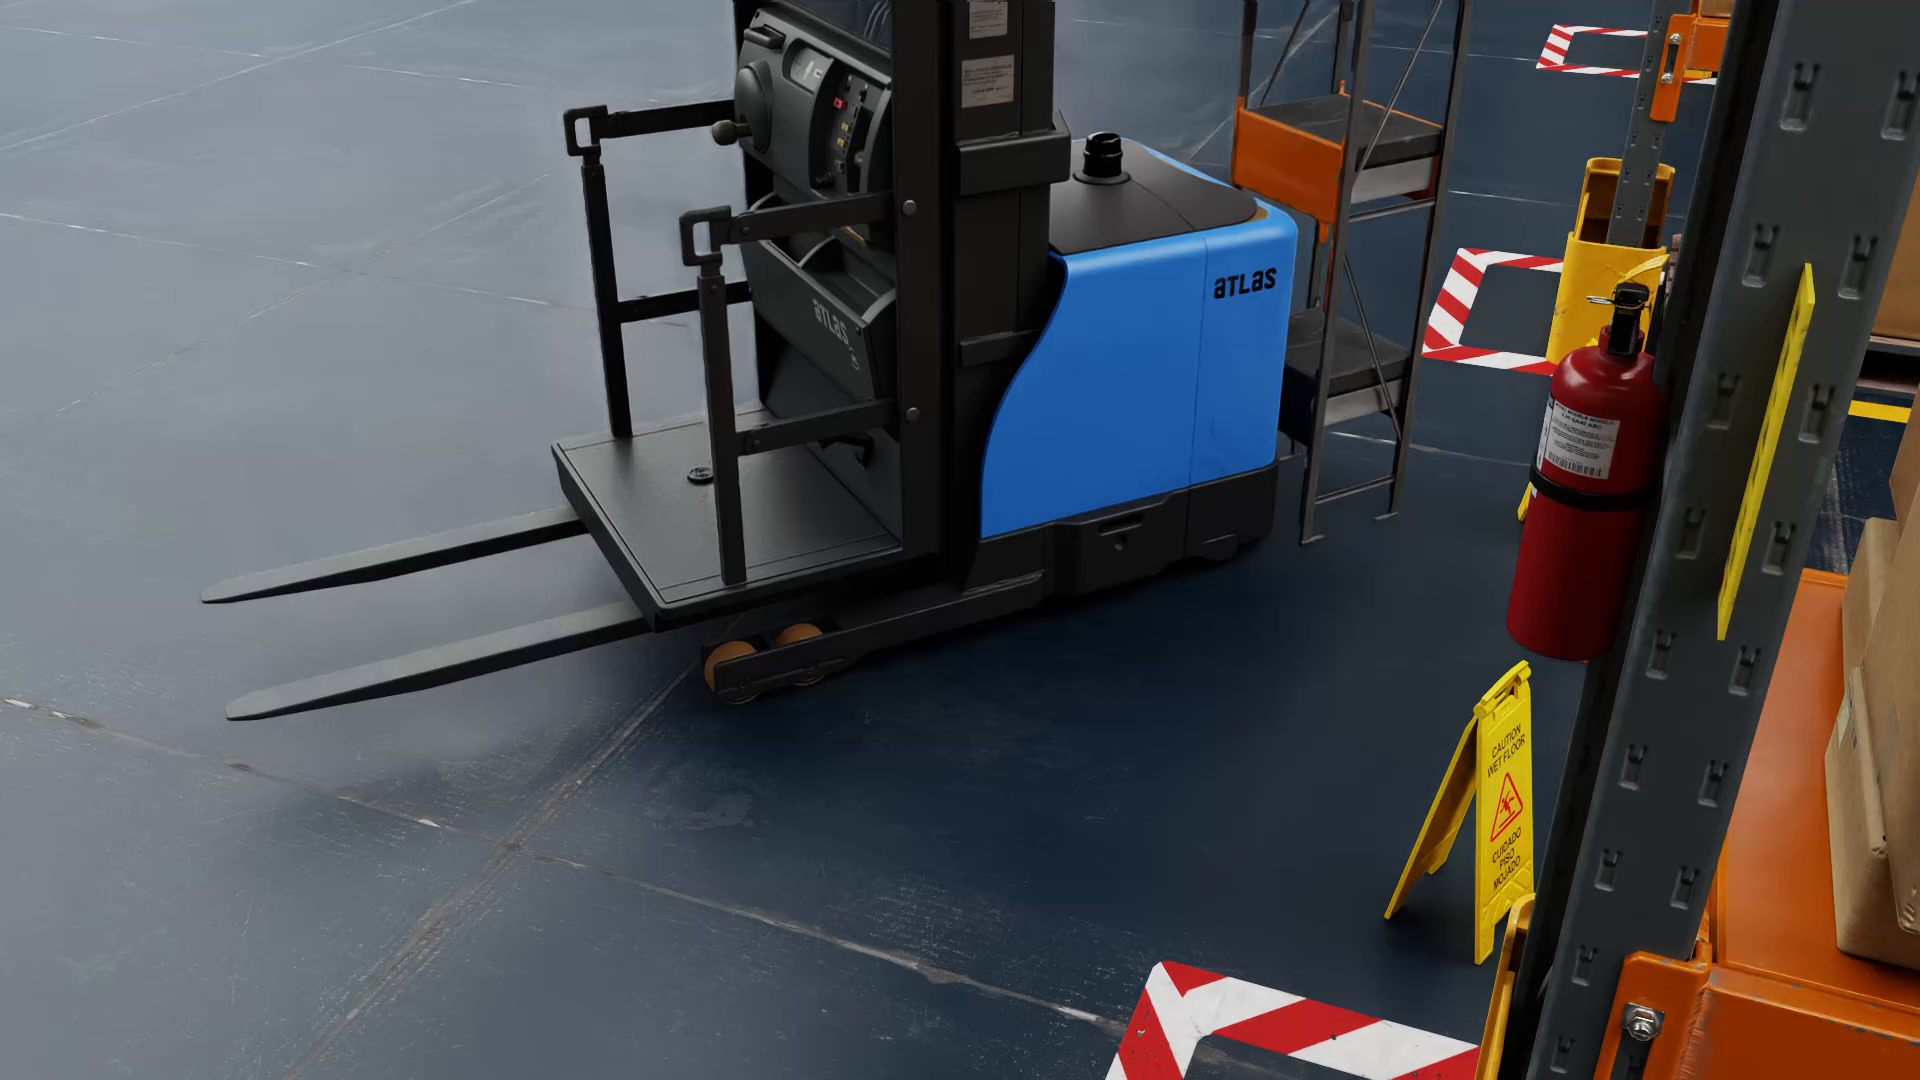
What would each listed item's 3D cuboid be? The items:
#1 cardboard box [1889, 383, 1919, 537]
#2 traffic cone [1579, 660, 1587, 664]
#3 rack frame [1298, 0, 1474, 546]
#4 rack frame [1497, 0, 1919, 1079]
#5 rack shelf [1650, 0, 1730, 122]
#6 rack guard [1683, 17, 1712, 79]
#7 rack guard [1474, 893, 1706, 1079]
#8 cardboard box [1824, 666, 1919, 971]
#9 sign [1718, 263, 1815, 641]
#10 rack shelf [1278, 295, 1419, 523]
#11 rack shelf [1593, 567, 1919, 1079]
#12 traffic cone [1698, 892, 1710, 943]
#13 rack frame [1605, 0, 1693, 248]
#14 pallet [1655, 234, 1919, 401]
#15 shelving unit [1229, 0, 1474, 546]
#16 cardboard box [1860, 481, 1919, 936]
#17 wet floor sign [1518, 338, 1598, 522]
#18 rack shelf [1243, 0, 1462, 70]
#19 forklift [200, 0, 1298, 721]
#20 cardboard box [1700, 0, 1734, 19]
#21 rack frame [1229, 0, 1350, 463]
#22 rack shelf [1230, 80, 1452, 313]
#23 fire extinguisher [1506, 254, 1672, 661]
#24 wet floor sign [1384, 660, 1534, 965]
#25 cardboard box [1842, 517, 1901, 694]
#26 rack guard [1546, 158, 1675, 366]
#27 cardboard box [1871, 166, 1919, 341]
[{"bbox_3d":[1.510,-0.141,2.047,0.500,0.500,0.500,11,31,18],"label":"cardboard box"},{"bbox_3d":[1.890,0.084,4.631,0.334,0.463,0.336,11,31,19],"label":"traffic cone"},{"bbox_3d":[1.242,-0.945,4.789,0.400,2.100,0.015,-16,33,-25],"label":"rack frame"},{"bbox_3d":[0.903,0.059,2.098,0.053,2.616,0.949,11,31,19],"label":"rack frame"},{"bbox_3d":[4.525,-1.535,5.649,4.000,0.370,1.077,11,31,19],"label":"rack shelf"},{"bbox_3d":[4.700,-3.359,10.685,0.348,0.500,1.175,11,31,19],"label":"rack guard"},{"bbox_3d":[0.974,1.159,2.691,0.348,0.500,1.175,11,31,19],"label":"rack guard"},{"bbox_3d":[1.141,0.324,1.884,0.250,0.149,0.380,11,31,19],"label":"cardboard box"},{"bbox_3d":[0.700,-0.072,1.450,0.005,0.325,0.100,11,31,19],"label":"sign"},{"bbox_3d":[1.121,-0.429,5.325,0.431,0.518,0.480,-16,33,-25],"label":"rack shelf"},{"bbox_3d":[2.757,0.740,1.623,4.000,0.370,1.077,11,31,19],"label":"rack shelf"},{"bbox_3d":[1.787,0.653,3.625,0.334,0.463,0.336,11,31,19],"label":"traffic cone"},{"bbox_3d":[2.671,-2.219,6.127,0.127,3.000,1.000,11,31,19],"label":"rack frame"},{"bbox_3d":[3.442,-0.892,6.614,1.213,0.211,1.003,11,31,19],"label":"pallet"},{"bbox_3d":[1.121,-1.050,4.974,0.431,2.100,0.503,-16,33,-25],"label":"shelving unit"},{"bbox_3d":[1.239,0.098,1.624,0.500,0.500,0.500,11,31,18],"label":"cardboard box"},{"bbox_3d":[1.900,-0.296,5.118,0.232,0.644,0.267,6,30,11],"label":"wet floor sign"},{"bbox_3d":[1.122,-1.647,4.635,0.431,0.518,0.480,-16,33,-25],"label":"rack shelf"},{"bbox_3d":[-0.577,-1.131,4.273,3.031,2.935,1.130,-14,32,-23],"label":"forklift"},{"bbox_3d":[3.032,-2.236,6.005,0.550,0.550,0.875,11,31,19],"label":"cardboard box"},{"bbox_3d":[1.001,-1.155,5.158,0.400,2.100,0.015,-16,33,-25],"label":"rack frame"},{"bbox_3d":[1.121,-1.038,4.980,0.431,0.518,0.480,-16,33,-25],"label":"rack shelf"},{"bbox_3d":[0.971,-0.141,2.529,0.183,0.674,0.296,11,31,19],"label":"fire extinguisher"},{"bbox_3d":[1.130,0.559,3.605,0.232,0.644,0.267,24,37,36],"label":"wet floor sign"},{"bbox_3d":[1.331,0.138,2.213,0.250,0.149,0.380,12,32,21],"label":"cardboard box"},{"bbox_3d":[2.649,-1.135,6.750,0.348,0.500,1.175,11,31,19],"label":"rack guard"},{"bbox_3d":[3.325,-1.381,6.378,0.875,0.875,0.875,11,31,19],"label":"cardboard box"}]
